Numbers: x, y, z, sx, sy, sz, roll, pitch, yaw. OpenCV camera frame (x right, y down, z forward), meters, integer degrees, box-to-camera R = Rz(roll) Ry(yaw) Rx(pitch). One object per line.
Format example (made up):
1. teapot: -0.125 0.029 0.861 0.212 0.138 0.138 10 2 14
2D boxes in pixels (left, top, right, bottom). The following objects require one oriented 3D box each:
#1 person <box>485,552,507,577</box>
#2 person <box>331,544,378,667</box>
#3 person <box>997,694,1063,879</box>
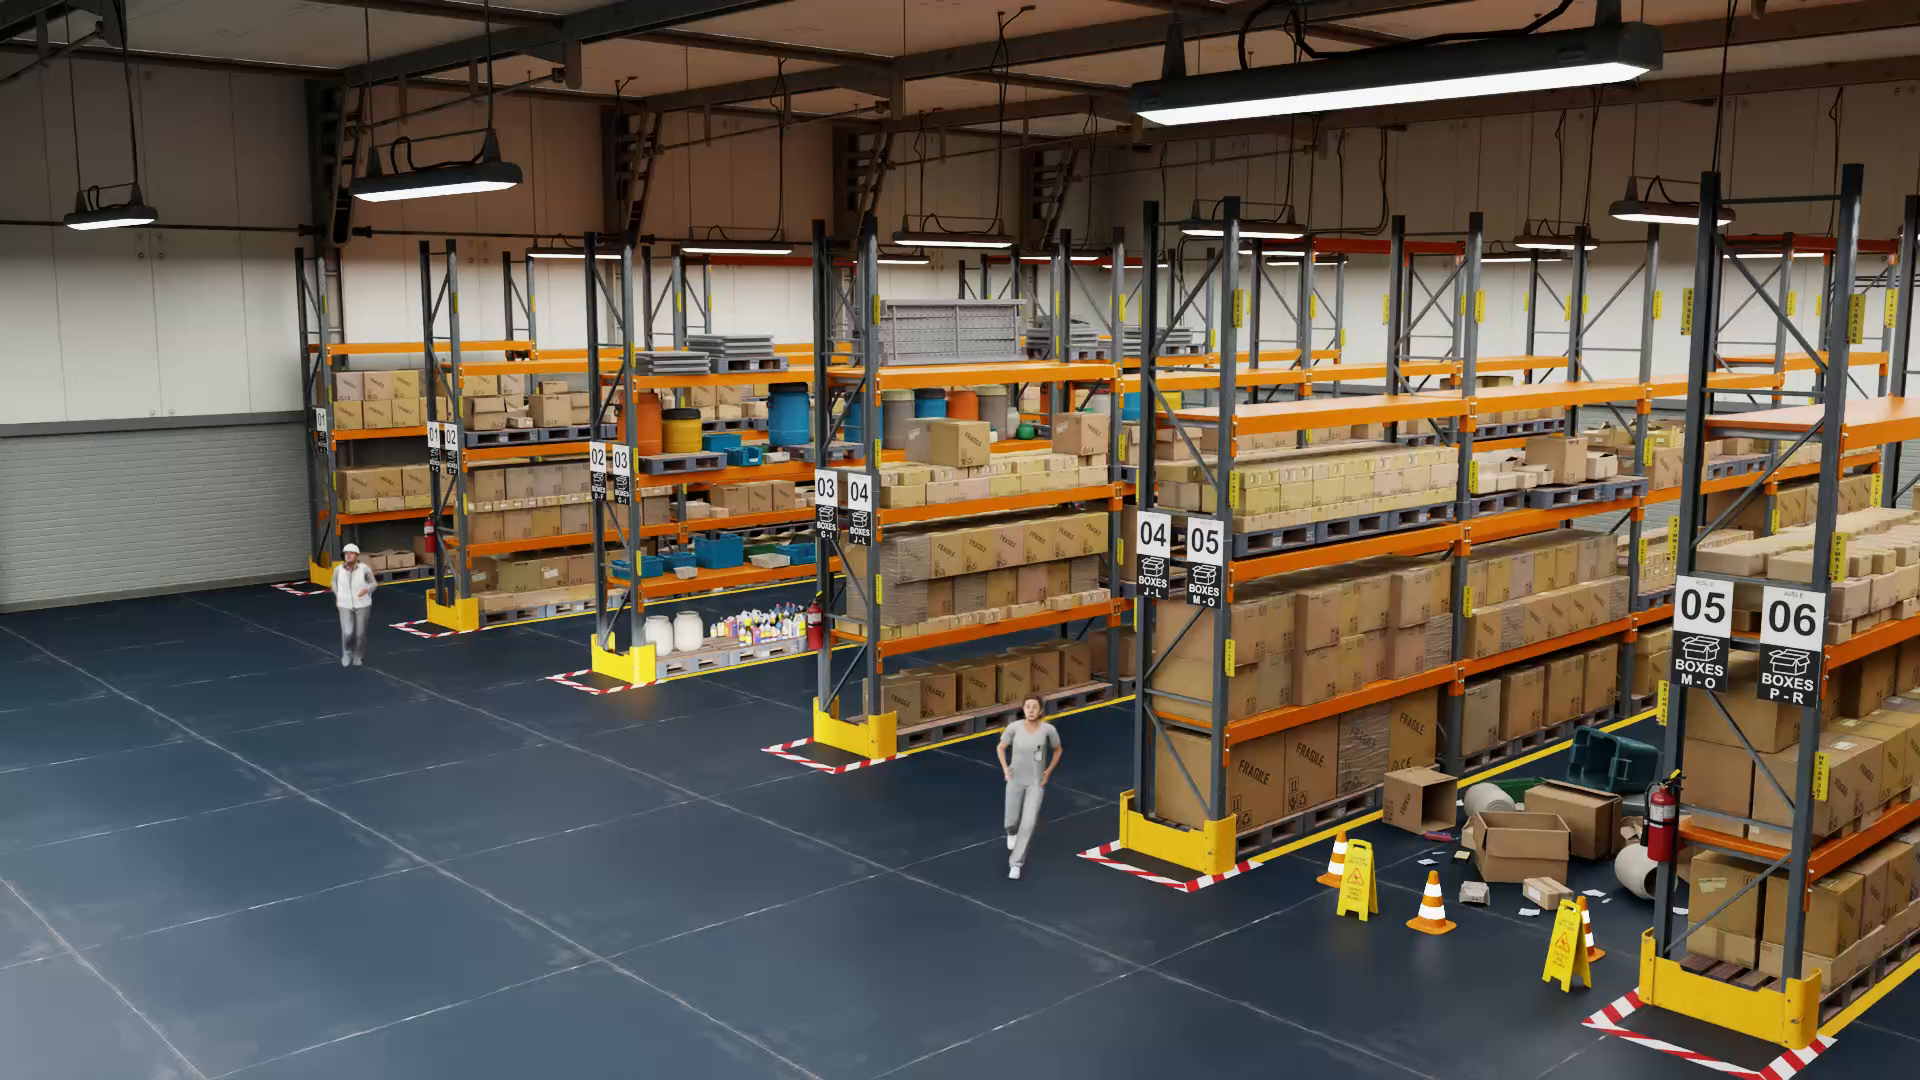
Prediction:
1. person: -7.938 0.187 28.553 0.607 1.667 0.841 7 11 40
2. person: -8.412 0.919 23.100 0.639 1.744 0.645 -2 9 -15
3. person: 0.629 2.177 15.036 0.592 1.635 0.727 1 8 6
